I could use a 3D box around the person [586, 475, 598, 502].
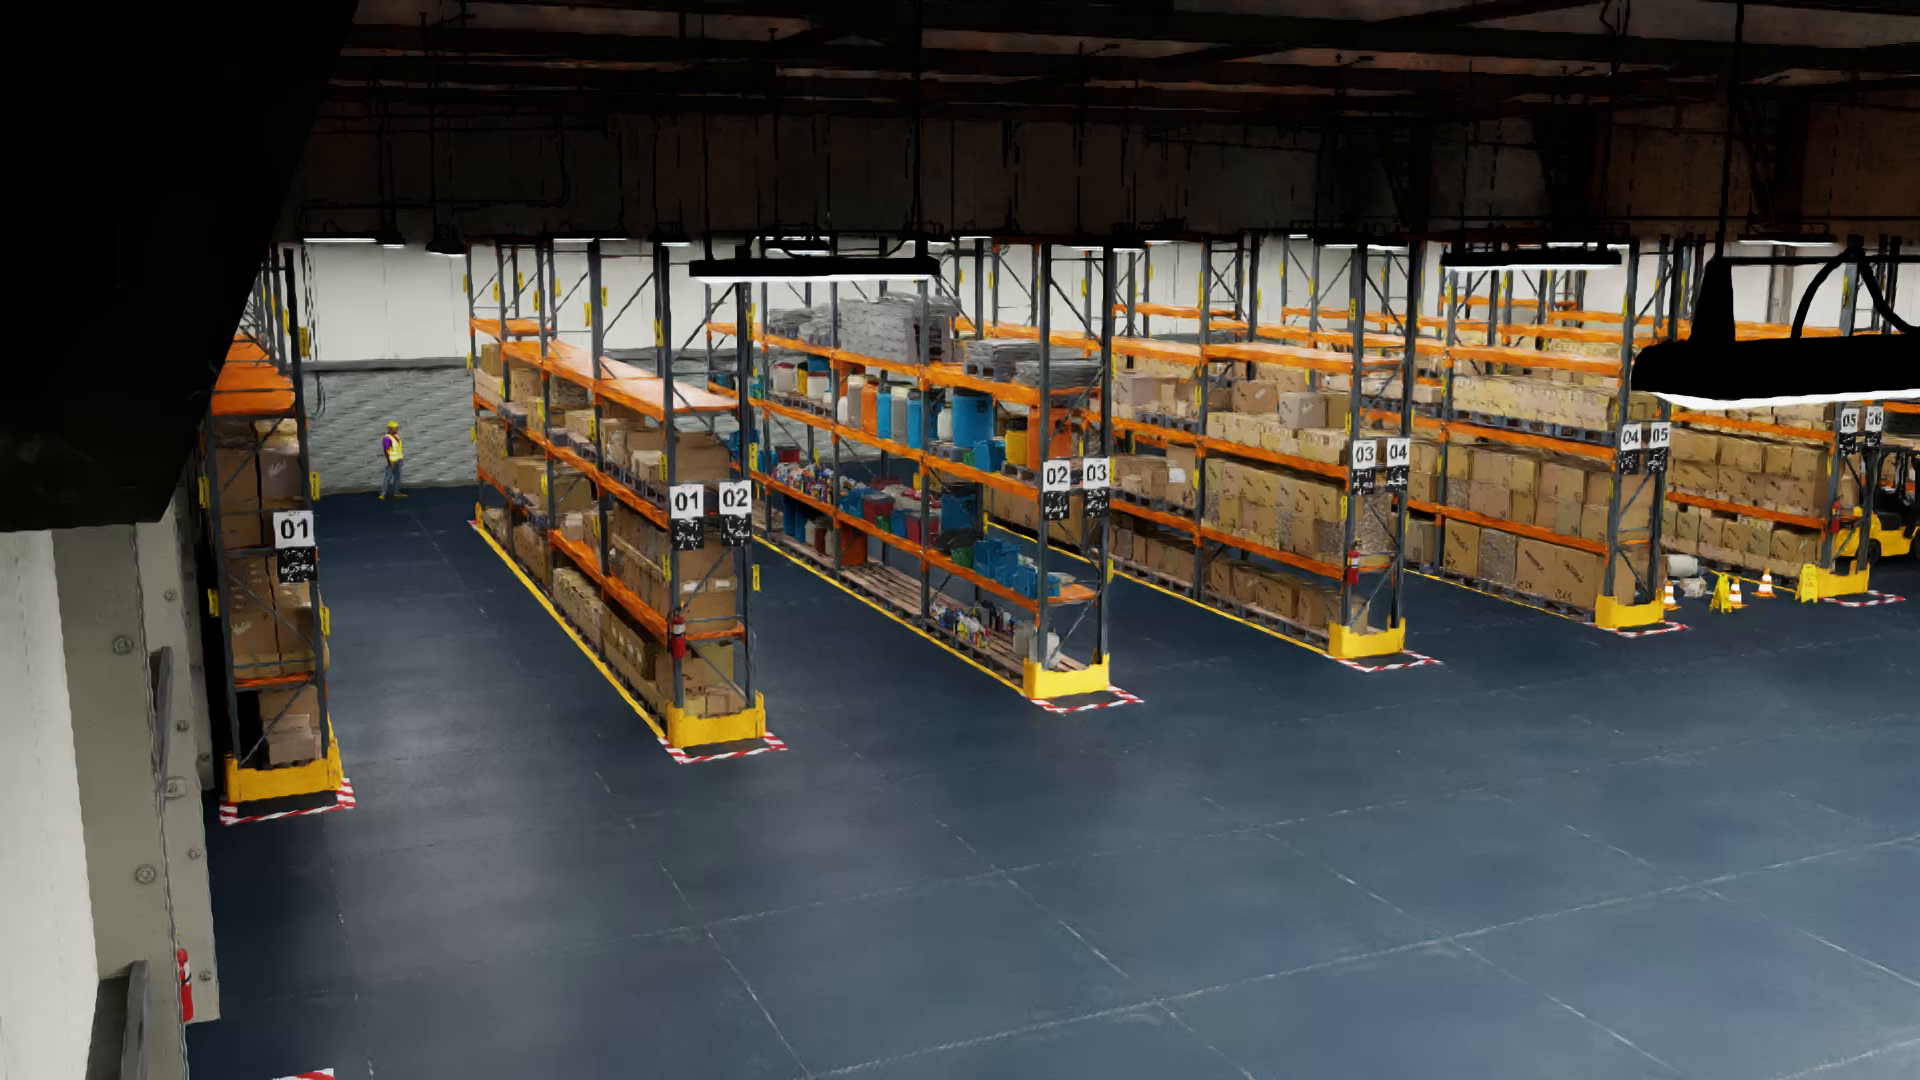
[{"bbox_3d":[-7.517,-0.993,33.892,0.677,1.674,0.534,-5,12,-26],"label":"person"}]

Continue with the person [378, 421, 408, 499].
[{"bbox_3d":[-12.996,-1.816,37.907,0.473,1.757,0.714,3,11,15],"label":"person"}]

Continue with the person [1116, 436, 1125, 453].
[{"bbox_3d":[4.291,-3.223,44.999,0.639,1.773,0.490,6,12,28],"label":"person"}]
